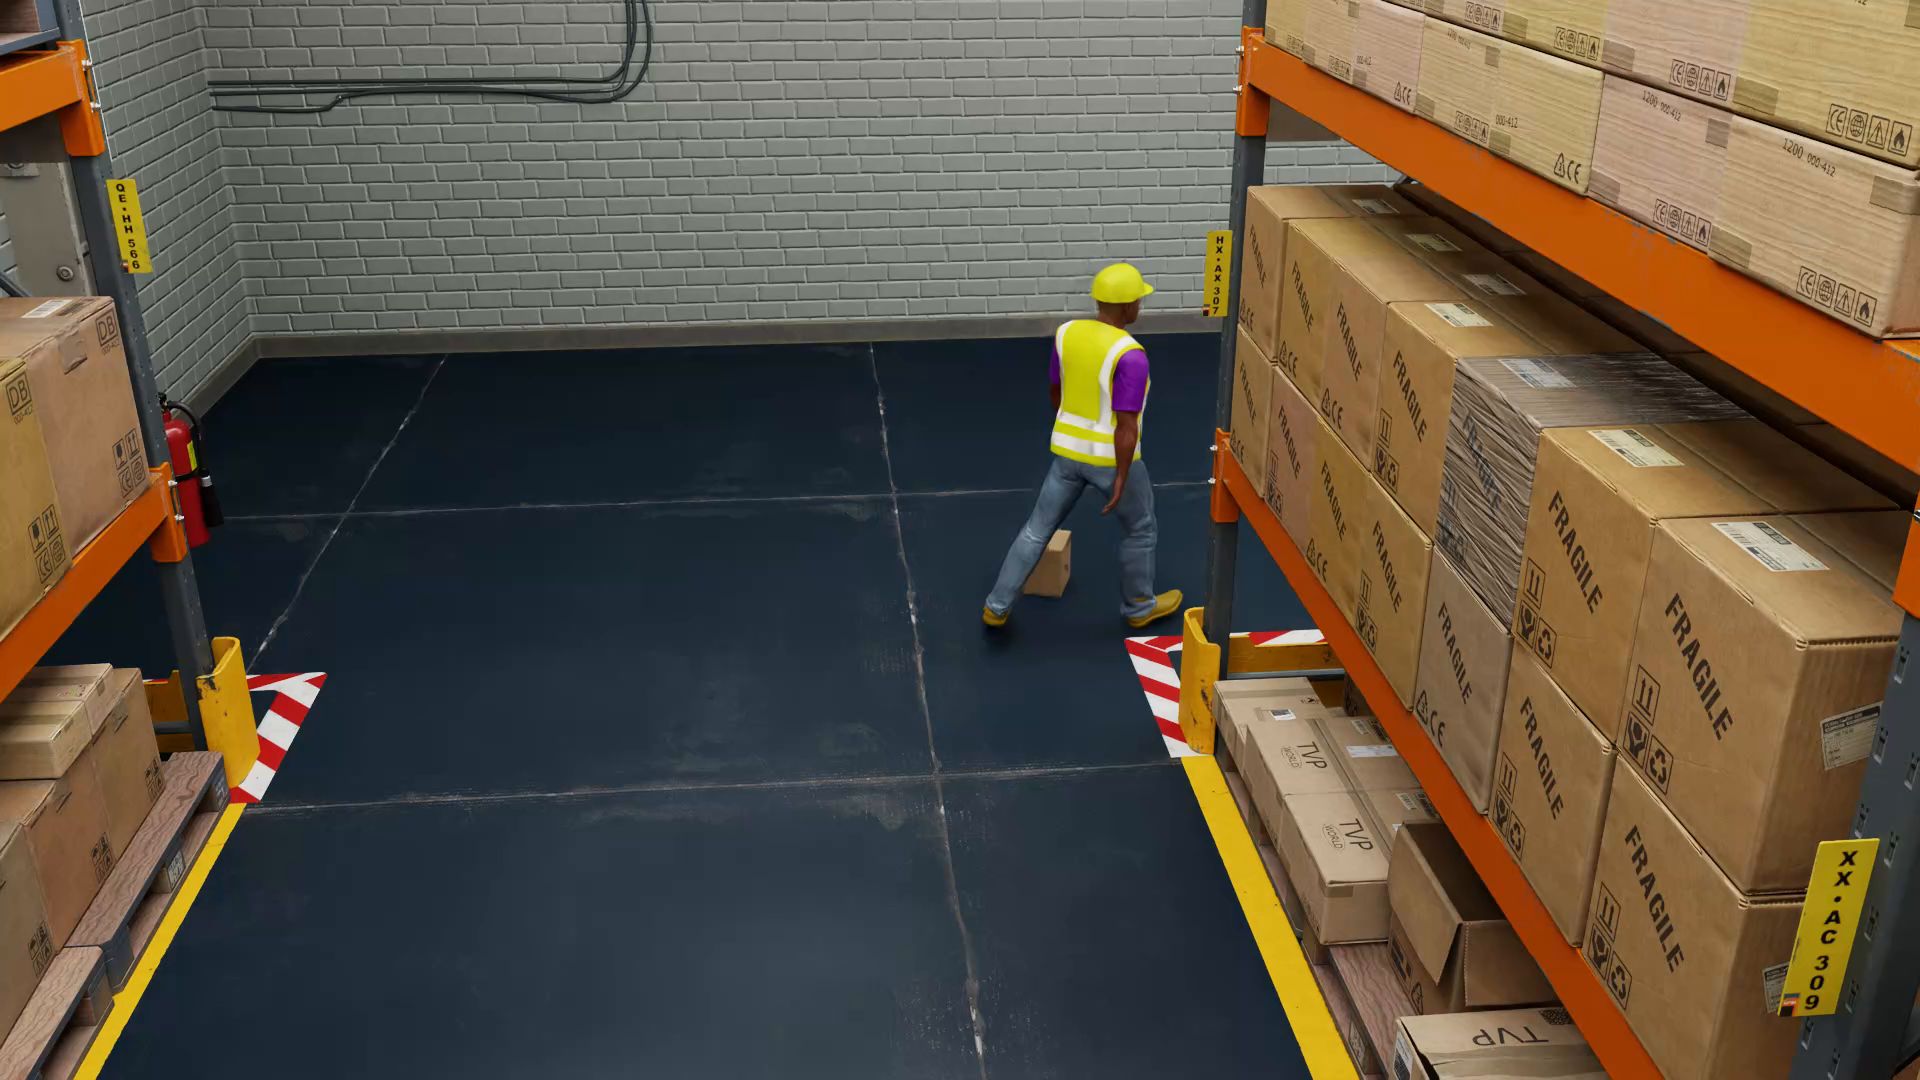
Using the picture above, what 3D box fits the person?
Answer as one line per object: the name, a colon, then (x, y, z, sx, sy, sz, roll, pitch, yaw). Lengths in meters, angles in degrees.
person: (0.552, -0.396, 7.524, 0.701, 1.742, 0.862, 22, 31, 40)
